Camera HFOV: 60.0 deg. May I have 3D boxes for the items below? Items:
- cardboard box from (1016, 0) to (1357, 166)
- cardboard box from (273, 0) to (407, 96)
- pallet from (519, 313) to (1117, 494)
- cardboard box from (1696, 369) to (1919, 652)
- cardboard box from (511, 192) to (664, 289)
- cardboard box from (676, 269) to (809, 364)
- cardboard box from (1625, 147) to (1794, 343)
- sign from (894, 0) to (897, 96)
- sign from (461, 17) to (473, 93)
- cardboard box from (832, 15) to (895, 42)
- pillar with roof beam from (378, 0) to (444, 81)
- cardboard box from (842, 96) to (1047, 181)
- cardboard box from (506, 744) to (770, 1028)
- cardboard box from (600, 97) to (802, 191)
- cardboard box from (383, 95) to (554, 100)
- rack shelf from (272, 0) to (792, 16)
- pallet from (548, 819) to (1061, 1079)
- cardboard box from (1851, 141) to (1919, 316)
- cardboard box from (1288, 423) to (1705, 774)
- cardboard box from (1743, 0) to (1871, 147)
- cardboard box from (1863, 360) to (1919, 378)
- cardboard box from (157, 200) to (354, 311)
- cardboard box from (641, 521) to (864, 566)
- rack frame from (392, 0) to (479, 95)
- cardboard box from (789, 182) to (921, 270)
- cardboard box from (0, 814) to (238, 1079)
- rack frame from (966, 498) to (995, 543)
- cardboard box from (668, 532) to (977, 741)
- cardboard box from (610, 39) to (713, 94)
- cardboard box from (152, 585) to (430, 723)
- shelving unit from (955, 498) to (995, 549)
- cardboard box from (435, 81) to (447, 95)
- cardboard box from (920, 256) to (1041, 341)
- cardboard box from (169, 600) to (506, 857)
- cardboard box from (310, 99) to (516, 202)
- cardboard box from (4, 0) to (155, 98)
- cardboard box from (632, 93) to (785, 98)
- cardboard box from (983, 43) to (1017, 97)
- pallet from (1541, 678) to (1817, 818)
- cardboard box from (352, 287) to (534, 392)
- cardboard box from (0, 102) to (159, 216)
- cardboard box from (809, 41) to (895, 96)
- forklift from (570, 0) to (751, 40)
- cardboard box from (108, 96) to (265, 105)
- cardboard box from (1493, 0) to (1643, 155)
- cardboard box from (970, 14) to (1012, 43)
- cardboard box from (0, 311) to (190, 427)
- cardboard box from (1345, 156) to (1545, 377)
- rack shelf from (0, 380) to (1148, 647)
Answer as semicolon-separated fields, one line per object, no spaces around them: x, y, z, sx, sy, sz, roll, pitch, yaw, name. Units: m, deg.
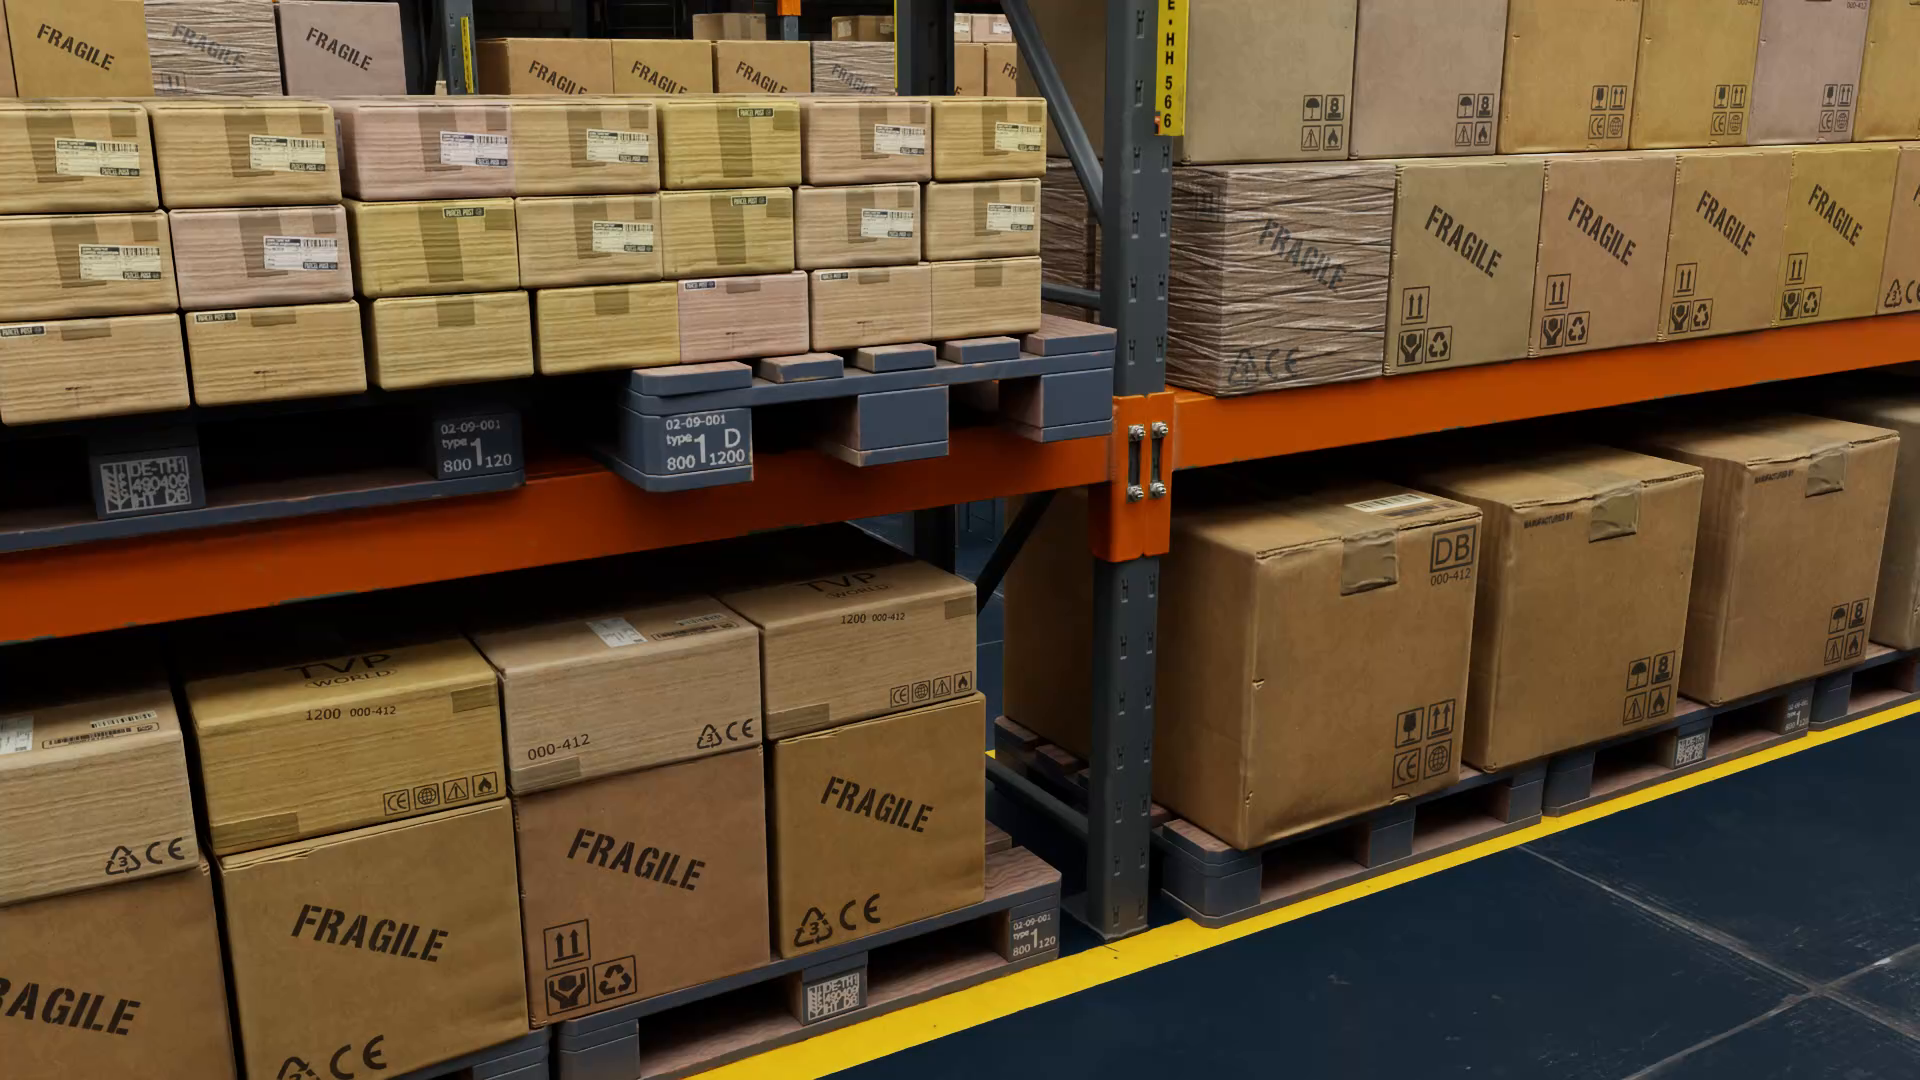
0.535;-1.193;4.070;0.500;0.500;0.700;-9;18;-30;cardboard box
-2.799;-2.132;7.419;0.500;0.500;0.500;-10;18;-31;cardboard box
-0.411;-0.387;3.589;1.003;0.211;1.213;-9;18;-30;pallet
3.088;-0.171;5.853;0.750;0.750;1.050;-9;18;-30;cardboard box
-0.710;-0.544;2.930;0.250;0.149;0.380;-9;18;-30;cardboard box
-0.475;-0.440;3.108;0.250;0.149;0.380;-9;18;-29;cardboard box
1.964;-0.861;4.740;0.500;0.500;0.500;-9;18;-30;cardboard box
-0.143;-1.289;4.304;0.005;0.325;0.100;-9;18;-30;sign
-2.202;-2.164;7.427;0.005;0.325;0.100;-9;18;-30;sign
-0.525;-2.838;9.260;0.250;0.149;0.380;-8;18;-27;cardboard box
-2.180;-5.165;9.162;0.400;9.000;9.100;-9;18;-30;pillar with roof beam
-0.039;-0.797;3.280;0.250;0.149;0.380;-10;19;-32;cardboard box
-0.731;0.622;3.488;0.500;0.500;0.500;-8;18;-27;cardboard box
-0.480;-0.726;3.027;0.250;0.149;0.380;-9;18;-28;cardboard box
-1.019;-0.844;3.447;0.250;0.149;0.380;-10;19;-32;cardboard box
-3.336;-4.258;12.819;4.000;0.370;1.077;-9;18;-30;rack shelf
-0.525;0.848;3.994;1.213;0.211;1.003;-9;18;-30;pallet
2.831;-1.003;5.244;0.500;0.500;0.500;-9;18;-30;cardboard box
1.461;0.092;4.915;0.750;0.750;1.050;-9;18;-29;cardboard box
2.278;-1.476;5.081;0.500;0.500;0.700;-9;18;-29;cardboard box
4.149;-0.410;6.472;0.875;0.875;0.875;-9;18;-29;cardboard box
-1.148;-0.474;2.679;0.250;0.149;0.380;-9;18;-28;cardboard box
-0.570;0.077;4.042;0.500;0.250;0.500;-10;19;-32;cardboard box
-2.490;-1.734;8.040;0.127;3.000;1.000;-9;18;-30;rack frame
-0.271;-0.616;3.187;0.250;0.149;0.380;-8;18;-28;cardboard box
-1.619;0.763;2.983;0.500;0.500;0.500;-9;18;-29;cardboard box
0.091;-0.592;7.300;0.006;1.200;0.240;-9;18;-30;rack frame
-0.306;0.193;3.628;0.500;0.250;0.500;-10;18;-31;cardboard box
-1.543;-2.211;8.226;0.500;0.500;0.500;-8;18;-27;cardboard box
-1.436;0.213;3.555;0.500;0.250;0.500;-9;18;-29;cardboard box
0.012;-0.580;7.255;0.189;1.200;0.258;-9;18;-30;shelving unit
-3.972;-3.337;12.371;0.250;0.149;0.380;-9;18;-29;cardboard box
-0.041;-0.509;3.357;0.250;0.149;0.380;-9;18;-29;cardboard box
-1.177;0.333;3.130;0.500;0.250;0.500;-9;18;-28;cardboard box
-0.916;-0.656;2.777;0.250;0.149;0.380;-9;18;-30;cardboard box
-3.664;-1.991;6.917;0.500;0.500;0.500;-9;18;-30;cardboard box
-0.579;-0.913;3.696;0.250;0.149;0.380;-10;18;-31;cardboard box
0.236;-2.497;9.247;0.500;0.500;0.500;-9;18;-29;cardboard box
1.905;0.479;5.310;1.213;0.211;1.003;-9;18;-30;pallet
-0.920;-0.368;2.852;0.250;0.149;0.380;-10;19;-32;cardboard box
-1.372;-0.581;2.512;0.250;0.149;0.380;-9;18;-28;cardboard box
-0.658;-2.354;8.736;0.500;0.500;0.500;-10;19;-32;cardboard box
-2.032;-2.690;11.576;1.130;2.935;3.031;1;16;3;forklift
-1.476;-0.768;3.179;0.250;0.149;0.380;-9;18;-28;cardboard box
1.407;-1.335;4.578;0.500;0.500;0.700;-10;18;-31;cardboard box
0.075;-2.781;9.057;0.250;0.149;0.380;-10;18;-31;cardboard box
-1.375;-0.294;2.588;0.250;0.149;0.380;-10;19;-32;cardboard box
1.104;-0.723;4.245;0.500;0.500;0.500;-9;18;-30;cardboard box
-1.569;0.021;3.109;4.000;0.370;1.077;-9;18;-30;rack shelf
